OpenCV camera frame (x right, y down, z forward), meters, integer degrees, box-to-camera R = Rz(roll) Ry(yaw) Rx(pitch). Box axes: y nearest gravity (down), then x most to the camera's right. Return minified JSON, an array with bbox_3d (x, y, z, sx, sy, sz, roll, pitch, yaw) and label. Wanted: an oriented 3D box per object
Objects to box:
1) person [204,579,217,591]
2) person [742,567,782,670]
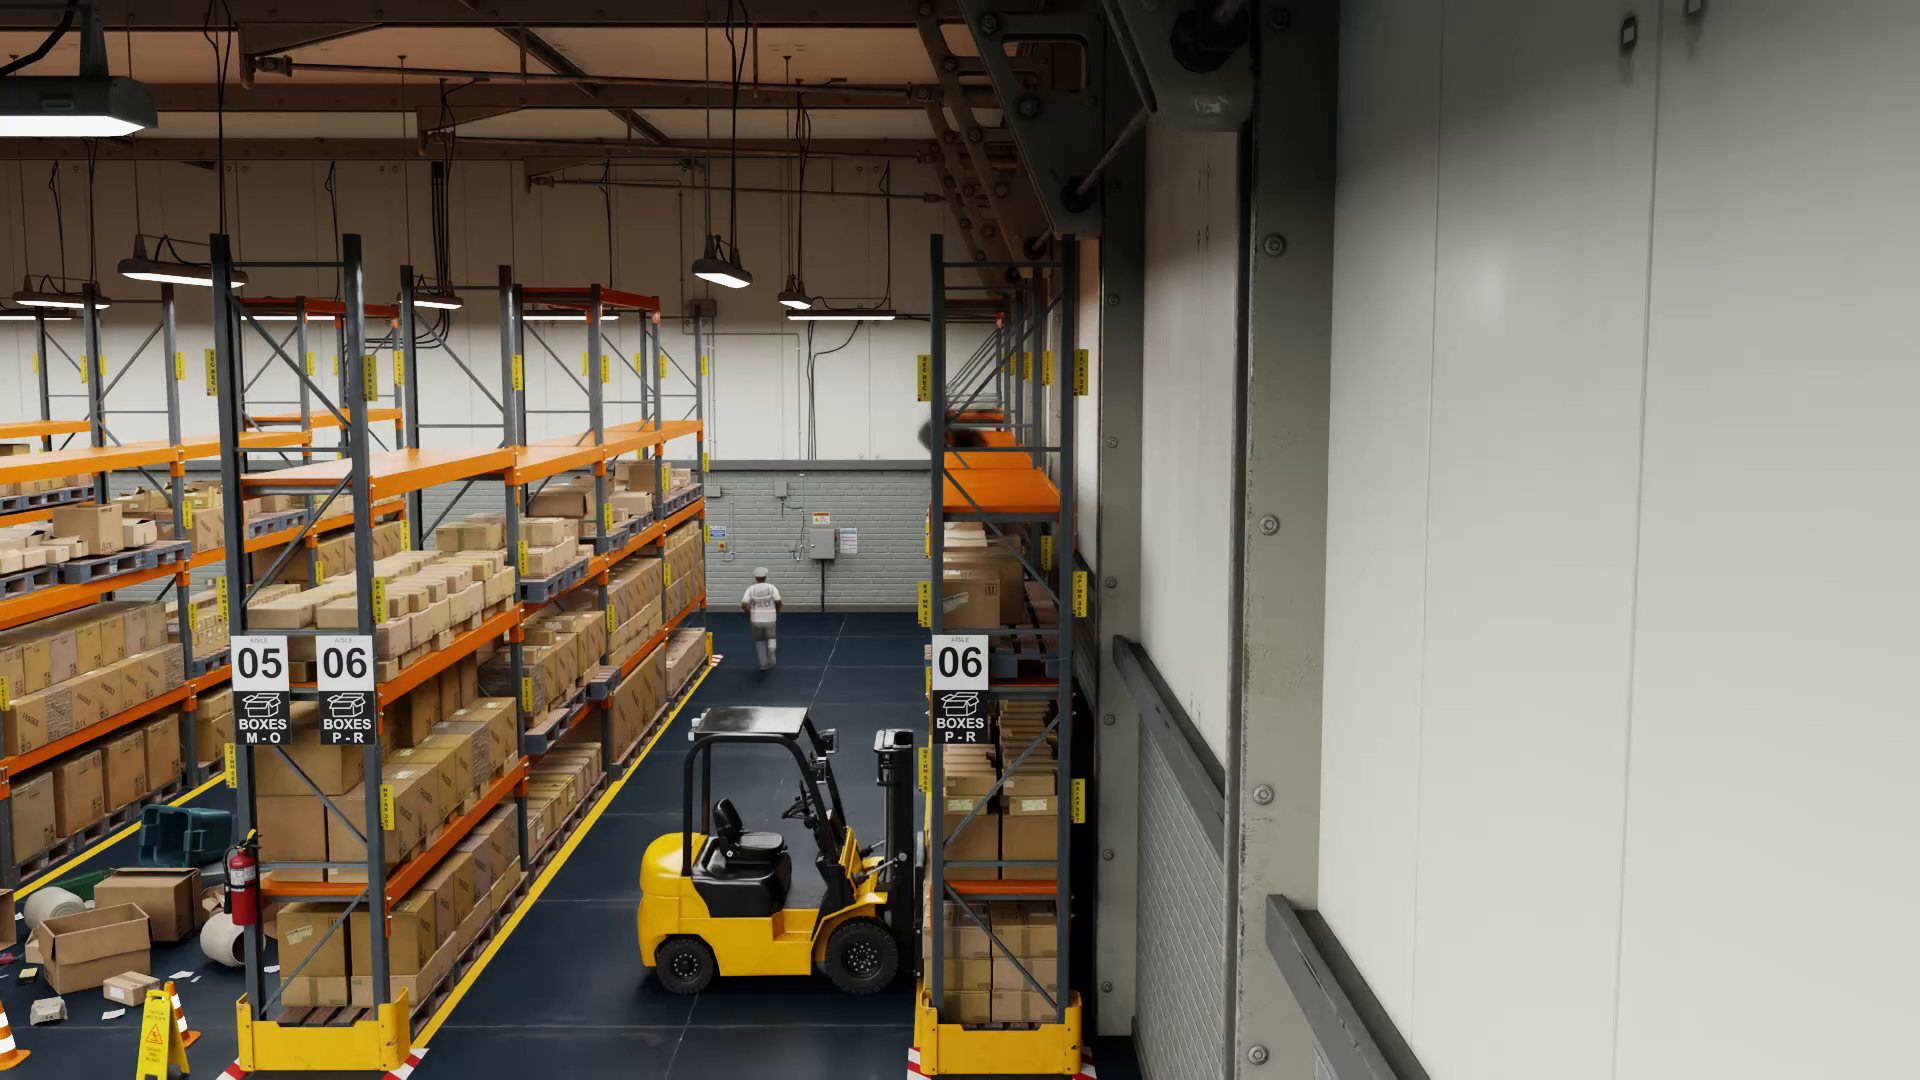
[{"bbox_3d":[-11.617,1.452,25.878,0.596,1.719,0.879,-1,6,-8],"label":"person"},{"bbox_3d":[-3.251,1.303,27.297,0.657,1.731,0.648,-1,6,-6],"label":"person"}]
